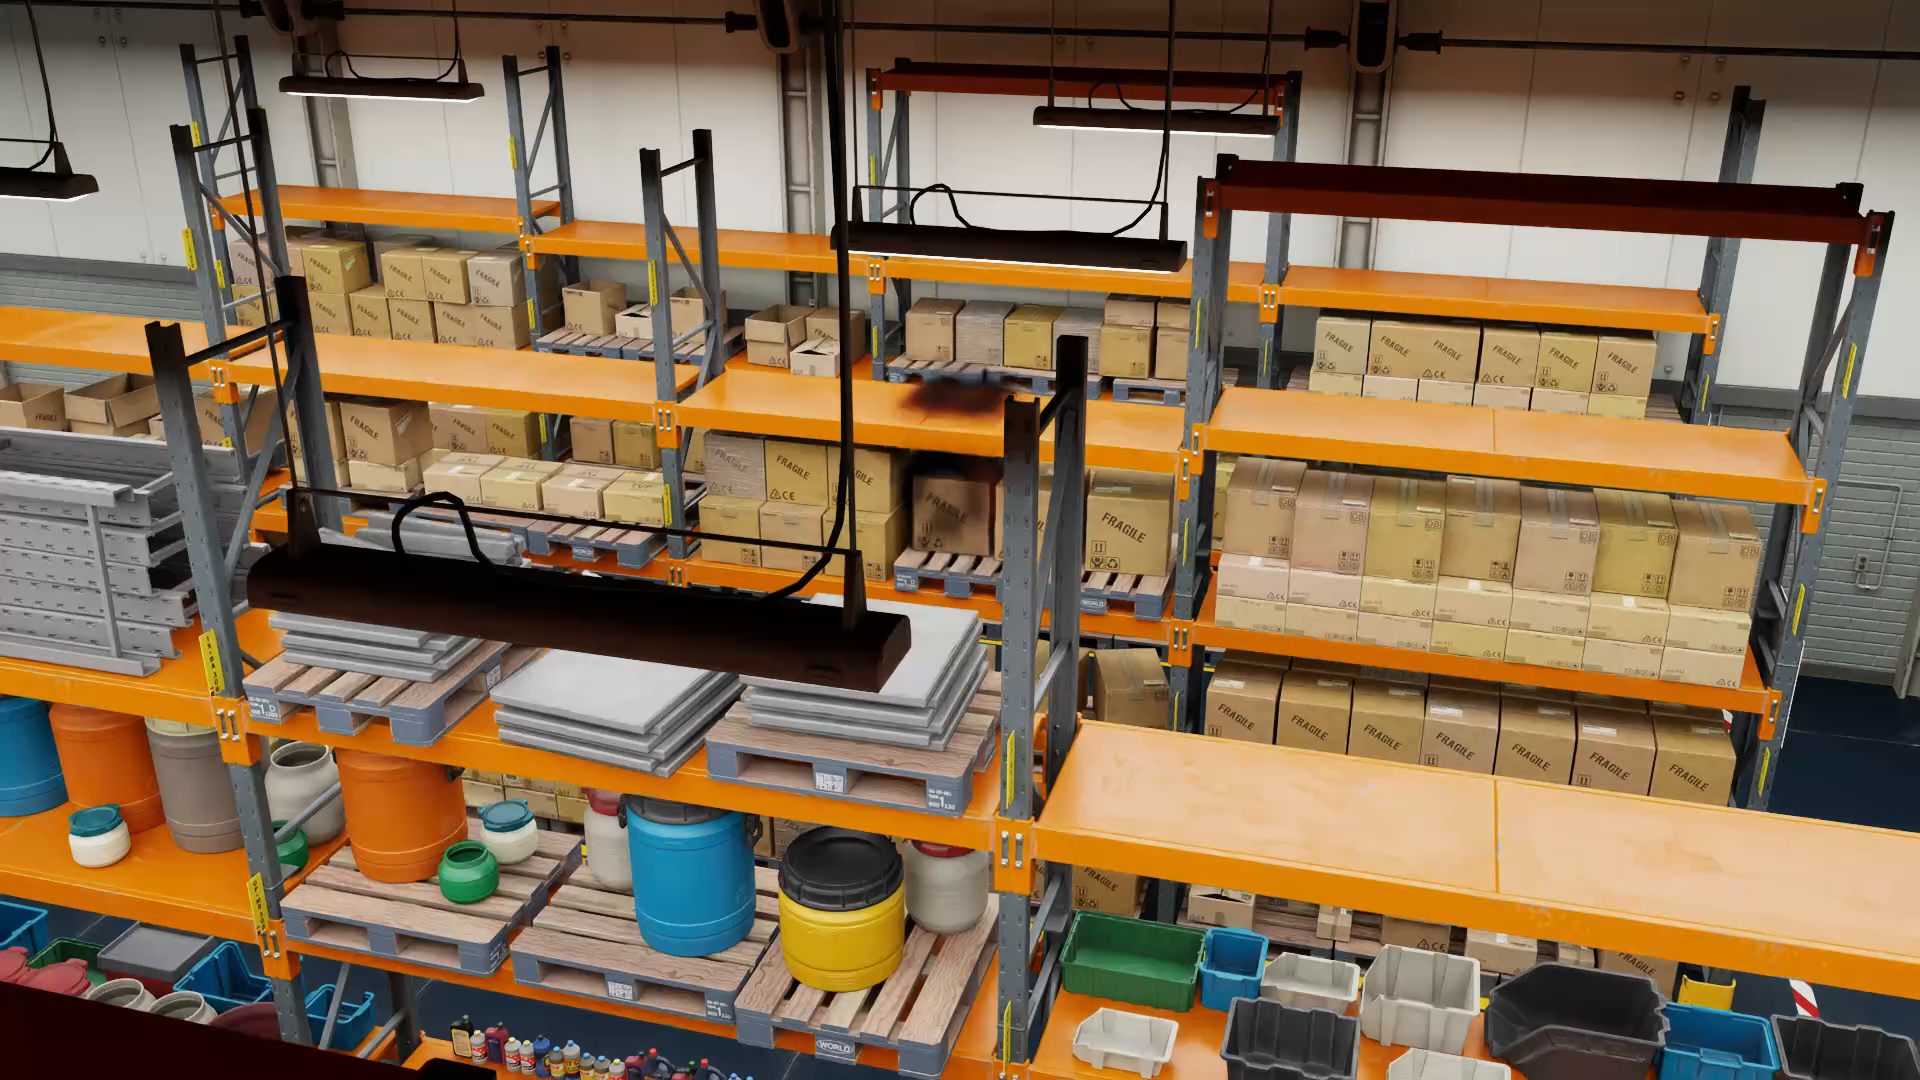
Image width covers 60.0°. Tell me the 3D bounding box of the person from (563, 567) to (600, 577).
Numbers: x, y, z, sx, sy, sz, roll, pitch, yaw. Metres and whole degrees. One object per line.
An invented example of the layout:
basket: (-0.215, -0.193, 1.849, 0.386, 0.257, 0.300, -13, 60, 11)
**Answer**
person: (-3.684, 0.934, 16.197, 0.620, 1.792, 0.447, 10, 25, 23)
